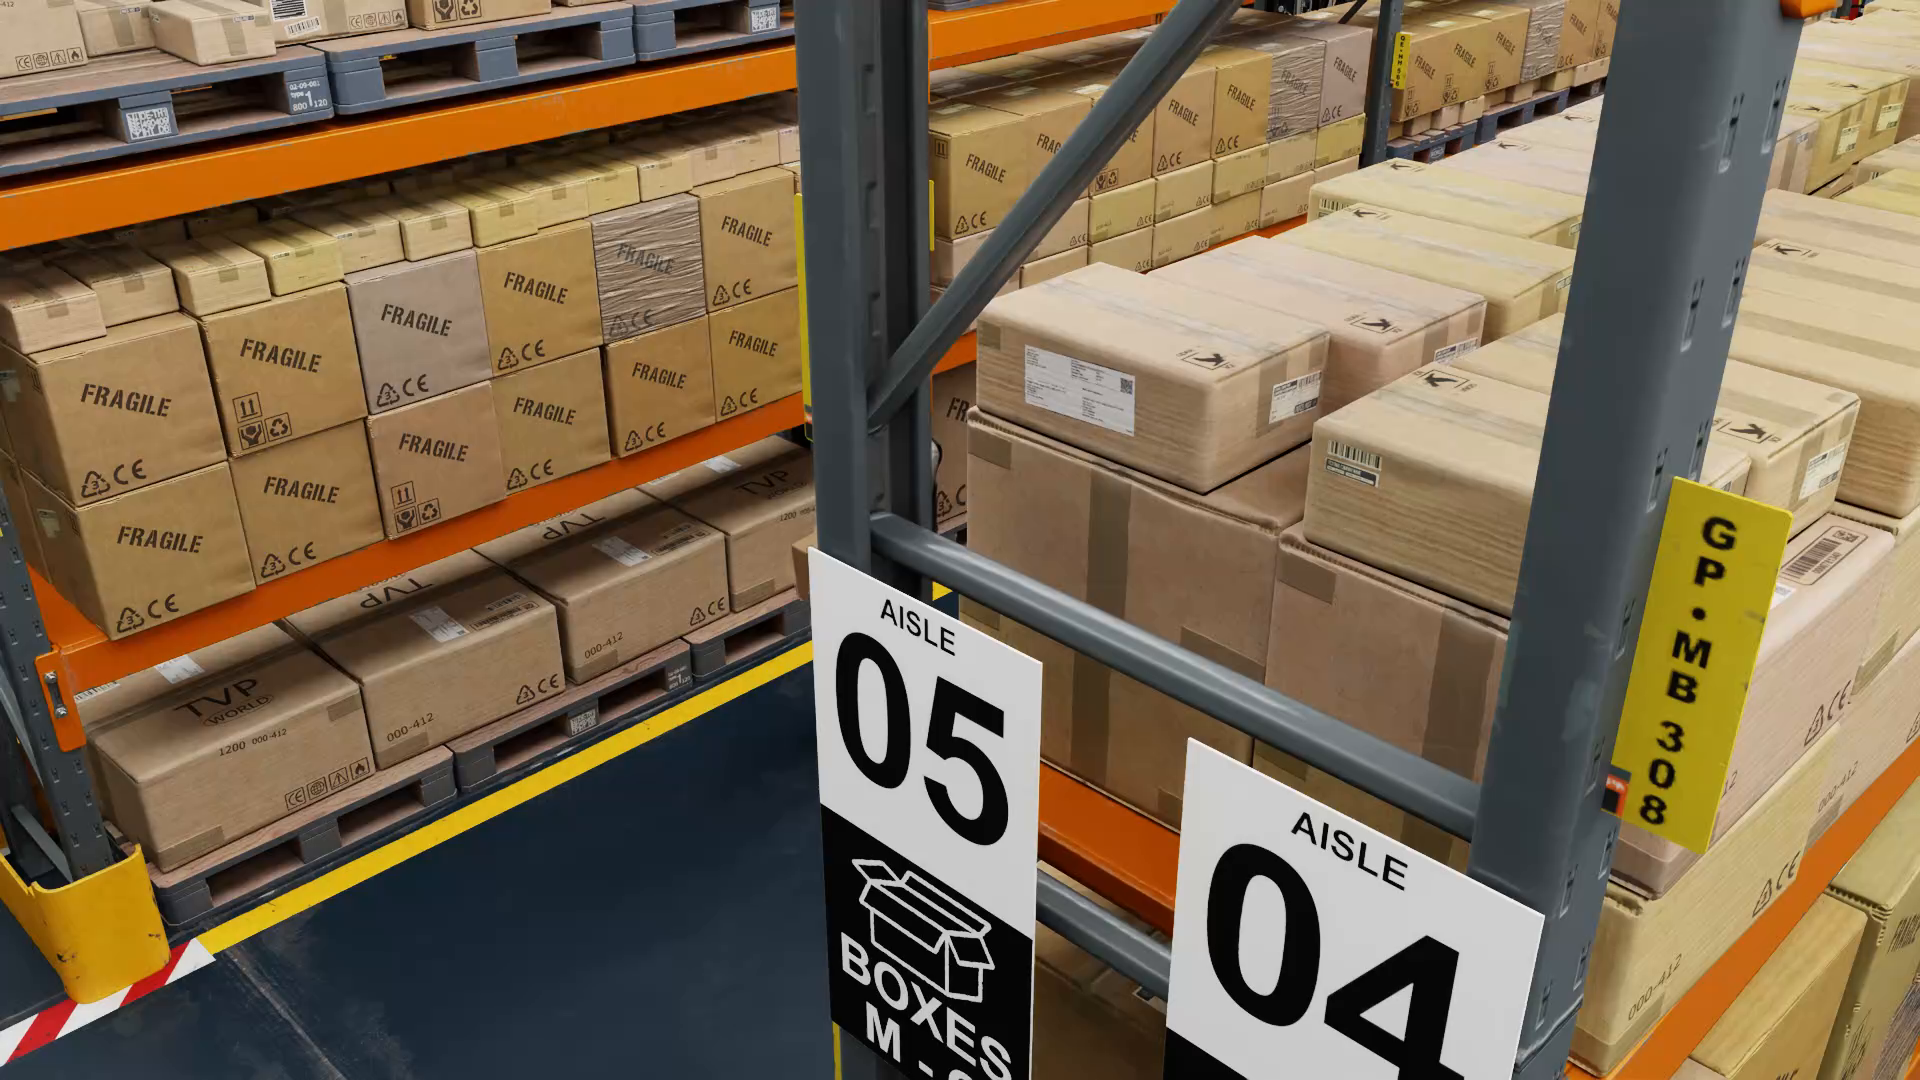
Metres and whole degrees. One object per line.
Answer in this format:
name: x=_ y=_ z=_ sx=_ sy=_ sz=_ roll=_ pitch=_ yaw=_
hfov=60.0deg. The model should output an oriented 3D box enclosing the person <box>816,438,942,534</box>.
person: x=-0.353 y=0.107 z=6.935 sx=0.532 sy=1.727 sz=0.522 roll=24 pitch=36 yaw=38
